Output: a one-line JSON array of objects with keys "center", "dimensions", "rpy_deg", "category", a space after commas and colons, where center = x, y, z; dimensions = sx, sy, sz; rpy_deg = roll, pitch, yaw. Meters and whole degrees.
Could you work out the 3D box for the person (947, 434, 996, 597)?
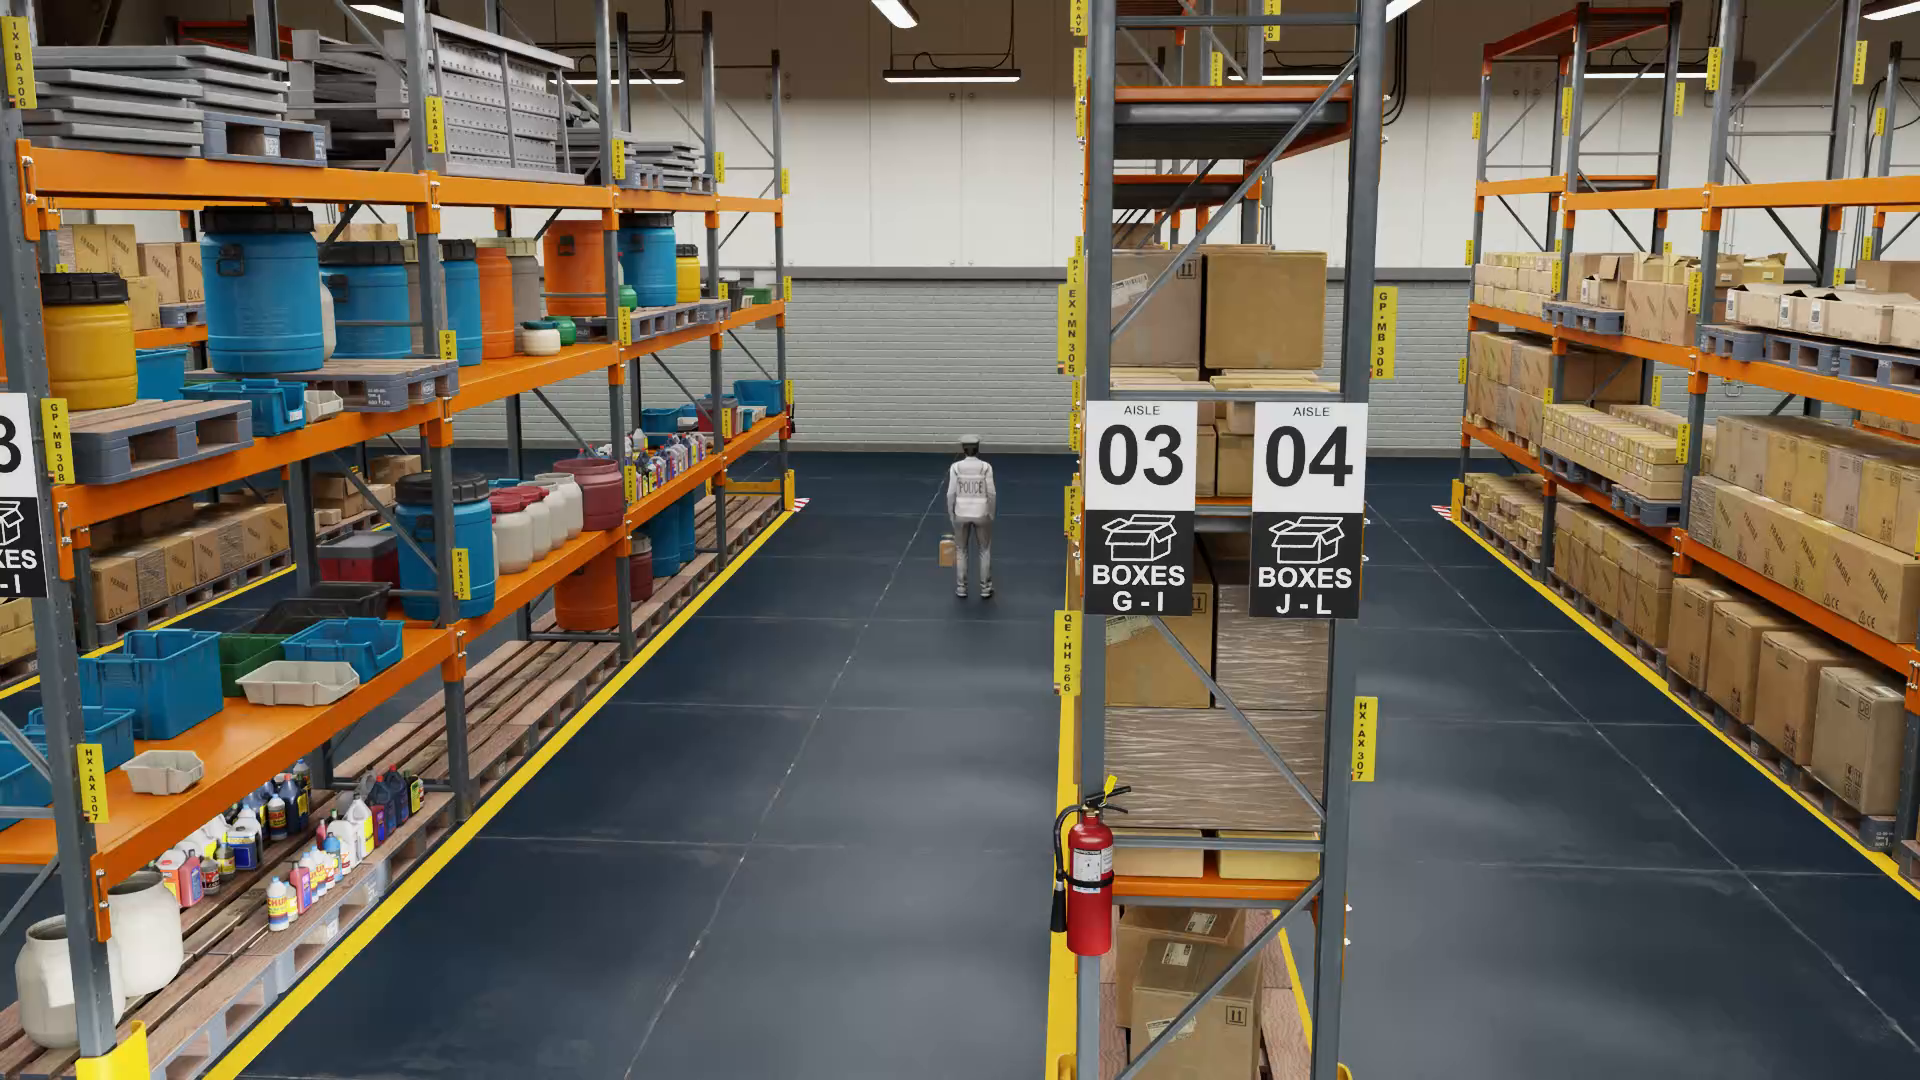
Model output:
[{"center": [0.121, -0.242, 17.164], "dimensions": [0.510, 1.669, 0.358], "rpy_deg": [1, 11, 4], "category": "person"}]
